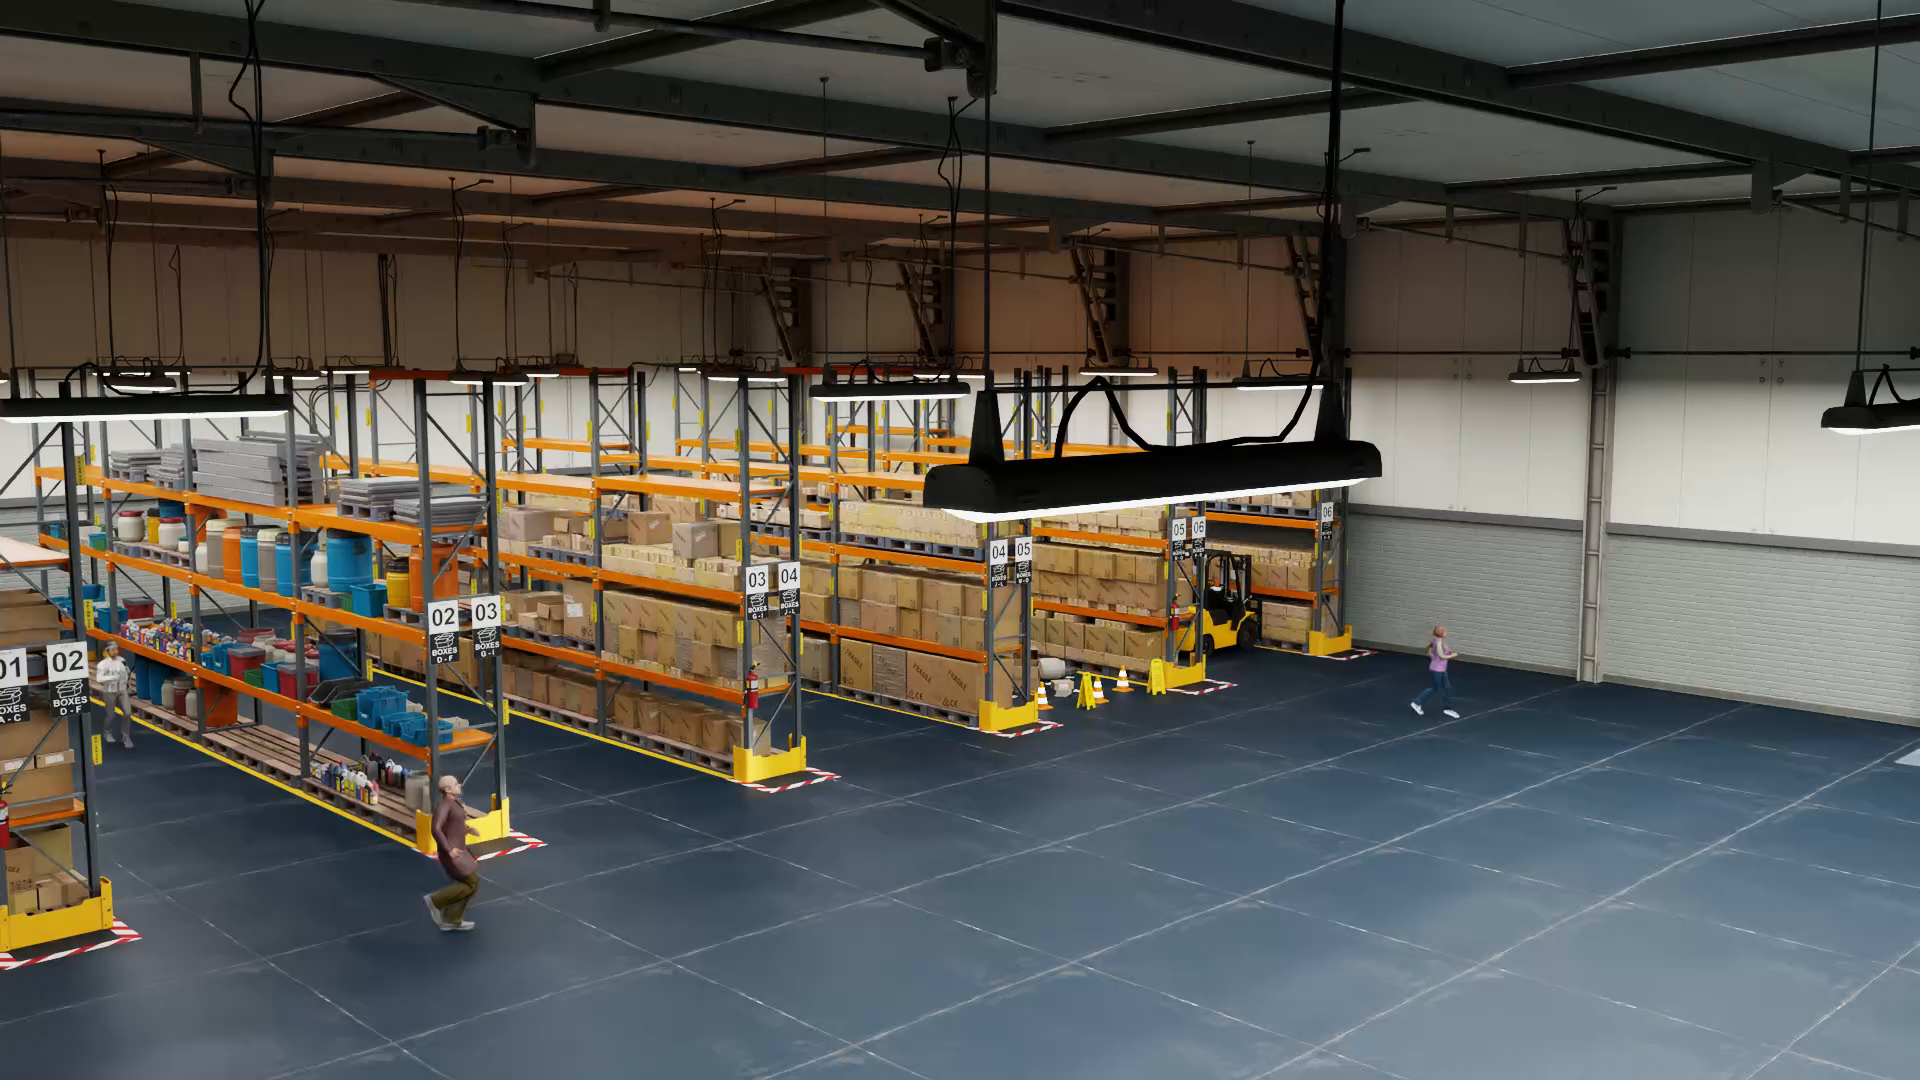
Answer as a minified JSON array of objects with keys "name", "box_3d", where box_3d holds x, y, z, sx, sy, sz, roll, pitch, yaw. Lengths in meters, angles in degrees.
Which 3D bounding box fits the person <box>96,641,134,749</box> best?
[{"name":"person","box_3d":[-13.563,2.471,26.710,0.720,1.740,0.596,6,9,42]}]

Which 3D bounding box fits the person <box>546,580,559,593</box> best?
[{"name":"person","box_3d":[-10.057,0.894,40.991,0.518,1.645,0.634,0,6,0]}]

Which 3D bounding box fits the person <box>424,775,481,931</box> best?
[{"name":"person","box_3d":[-5.550,3.426,18.172,0.607,1.735,0.765,-1,7,-13]}]

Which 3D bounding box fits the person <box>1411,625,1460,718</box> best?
[{"name":"person","box_3d":[8.255,2.269,28.791,0.830,1.610,0.575,2,7,15]}]

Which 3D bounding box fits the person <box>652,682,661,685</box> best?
[{"name":"person","box_3d":[-5.887,1.912,31.761,0.705,1.739,0.702,5,8,37]}]
